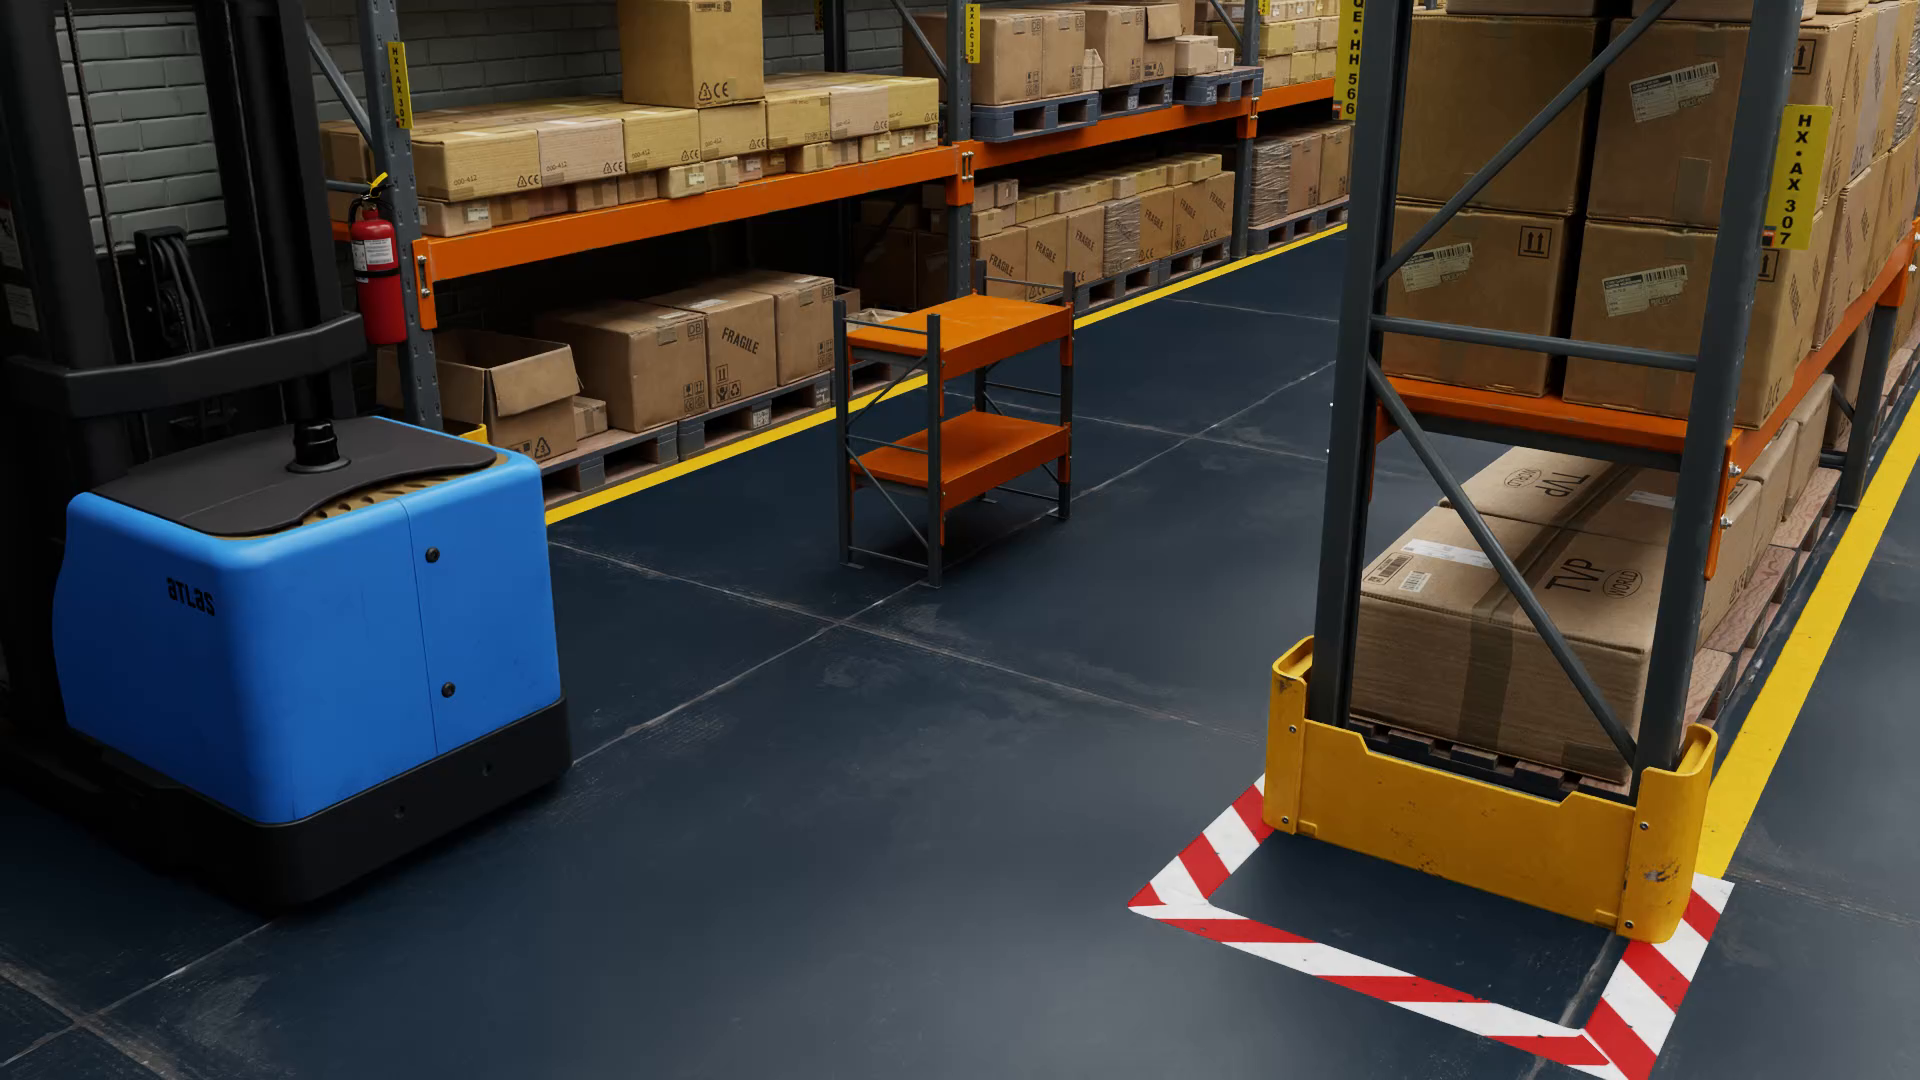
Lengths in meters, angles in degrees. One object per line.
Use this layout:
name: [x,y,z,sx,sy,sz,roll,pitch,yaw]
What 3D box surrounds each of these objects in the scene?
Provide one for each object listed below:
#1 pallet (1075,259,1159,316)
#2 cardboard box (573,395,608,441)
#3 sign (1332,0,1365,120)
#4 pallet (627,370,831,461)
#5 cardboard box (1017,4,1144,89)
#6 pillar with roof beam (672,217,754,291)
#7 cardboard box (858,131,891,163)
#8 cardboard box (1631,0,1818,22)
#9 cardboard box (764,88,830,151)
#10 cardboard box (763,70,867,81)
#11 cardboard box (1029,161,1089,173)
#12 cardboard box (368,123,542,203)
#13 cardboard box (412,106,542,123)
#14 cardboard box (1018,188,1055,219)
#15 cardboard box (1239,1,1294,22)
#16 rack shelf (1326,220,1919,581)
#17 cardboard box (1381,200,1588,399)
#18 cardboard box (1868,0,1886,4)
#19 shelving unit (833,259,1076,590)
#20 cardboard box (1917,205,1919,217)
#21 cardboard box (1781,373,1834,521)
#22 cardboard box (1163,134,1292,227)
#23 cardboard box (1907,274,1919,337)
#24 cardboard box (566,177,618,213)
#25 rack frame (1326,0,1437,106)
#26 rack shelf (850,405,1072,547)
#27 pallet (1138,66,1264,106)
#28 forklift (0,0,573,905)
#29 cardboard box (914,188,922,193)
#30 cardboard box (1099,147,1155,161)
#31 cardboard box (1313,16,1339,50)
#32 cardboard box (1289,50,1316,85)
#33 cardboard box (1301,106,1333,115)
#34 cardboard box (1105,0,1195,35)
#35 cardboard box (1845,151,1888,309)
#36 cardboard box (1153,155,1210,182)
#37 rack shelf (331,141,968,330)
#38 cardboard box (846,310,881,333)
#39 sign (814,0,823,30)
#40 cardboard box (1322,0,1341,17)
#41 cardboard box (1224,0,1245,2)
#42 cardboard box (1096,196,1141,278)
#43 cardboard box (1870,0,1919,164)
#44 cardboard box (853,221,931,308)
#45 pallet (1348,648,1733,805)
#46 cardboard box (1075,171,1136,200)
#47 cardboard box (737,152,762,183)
pallet: [0.728,-1.902,12.102,1.003,0.211,1.213,13,24,32]
cardboard box: [-1.938,-0.601,8.070,0.380,0.149,0.250,12,24,30]
sign: [1.035,-1.267,4.356,0.100,0.325,0.005,13,24,32]
pallet: [-1.455,-0.761,9.019,1.003,0.211,1.213,13,24,32]
cardboard box: [0.806,-3.330,11.195,0.700,0.500,0.500,13,24,32]
pillar with roof beam: [2.040,-4.568,6.642,9.100,9.000,0.400,13,24,32]
cardboard box: [-0.608,-2.201,9.253,0.380,0.149,0.250,14,24,33]
cardboard box: [1.904,-1.371,4.127,0.380,0.149,0.250,14,24,33]
cardboard box: [-1.028,-2.206,8.692,0.500,0.250,0.500,13,24,31]
cardboard box: [-0.885,-2.597,9.750,0.500,0.250,0.500,13,24,31]
cardboard box: [0.733,-2.703,12.311,0.380,0.149,0.250,13,24,31]
cardboard box: [-2.154,-1.617,7.099,0.500,0.250,0.500,13,24,32]
cardboard box: [-2.302,-1.870,7.785,0.500,0.250,0.500,13,24,32]
cardboard box: [0.408,-2.249,11.084,0.380,0.149,0.250,13,24,31]
cardboard box: [2.437,-4.227,13.290,0.380,0.149,0.250,14,24,33]
rack shelf: [2.600,-0.739,5.977,1.077,0.370,4.000,13,24,32]
cardboard box: [1.528,-0.740,4.797,0.500,0.500,0.500,13,24,32]
cardboard box: [2.646,-1.740,5.125,0.380,0.149,0.250,14,24,32]
shelving unit: [-0.004,-0.526,7.065,0.538,1.125,1.048,13,24,32]
cardboard box: [4.190,-1.655,7.632,0.500,0.250,0.500,13,24,31]
cardboard box: [3.282,-0.487,7.345,0.875,0.438,0.875,13,24,31]
cardboard box: [2.227,-3.025,13.936,0.875,0.625,0.625,14,25,34]
cardboard box: [5.516,-1.817,10.310,0.875,0.875,0.875,13,24,31]
cardboard box: [-1.804,-1.618,7.676,0.380,0.149,0.250,14,25,33]
rack frame: [4.114,-4.913,16.223,1.000,3.000,0.127,13,24,32]
rack shelf: [-0.004,-0.296,7.149,0.538,0.278,1.000,13,24,32]
pallet: [1.542,-3.467,12.591,1.213,0.211,1.003,13,24,32]
forklift: [-2.695,-0.775,5.134,3.031,2.935,1.130,14,25,33]
cardboard box: [-0.142,-2.256,11.103,0.380,0.149,0.250,14,24,32]
cardboard box: [1.314,-3.005,13.128,0.380,0.149,0.250,15,25,35]
cardboard box: [2.909,-4.299,14.059,0.500,0.250,0.500,13,24,30]
cardboard box: [2.604,-3.918,13.749,0.500,0.250,0.500,13,24,31]
cardboard box: [3.830,-3.844,16.152,0.875,0.625,0.625,15,25,34]
cardboard box: [1.447,-3.892,12.713,0.500,0.500,0.500,15,25,34]
cardboard box: [2.813,-1.071,5.694,0.500,0.500,0.500,14,25,34]
cardboard box: [1.669,-2.819,12.624,0.380,0.149,0.250,12,23,29]
rack shelf: [-1.507,-1.706,8.591,1.077,0.370,4.000,13,24,32]
cardboard box: [-0.654,-1.213,9.555,0.396,0.266,0.258,14,25,34]
sign: [-0.844,-3.268,10.107,0.100,0.325,0.005,13,24,32]
cardboard box: [3.005,-4.523,14.089,0.380,0.149,0.250,14,24,33]
cardboard box: [2.132,-4.408,13.780,0.380,0.149,0.250,13,24,32]
cardboard box: [0.947,-2.182,11.837,0.500,0.500,0.500,12,24,30]
cardboard box: [2.828,-1.543,5.527,0.500,0.500,0.500,13,24,32]
cardboard box: [-0.352,-1.841,10.915,0.500,0.500,0.500,13,24,32]
pallet: [1.860,0.560,5.446,1.003,0.211,1.213,13,24,32]
cardboard box: [1.029,-2.528,11.838,0.380,0.149,0.250,12,23,29]
cardboard box: [-1.236,-1.920,8.493,0.380,0.149,0.250,13,24,32]
